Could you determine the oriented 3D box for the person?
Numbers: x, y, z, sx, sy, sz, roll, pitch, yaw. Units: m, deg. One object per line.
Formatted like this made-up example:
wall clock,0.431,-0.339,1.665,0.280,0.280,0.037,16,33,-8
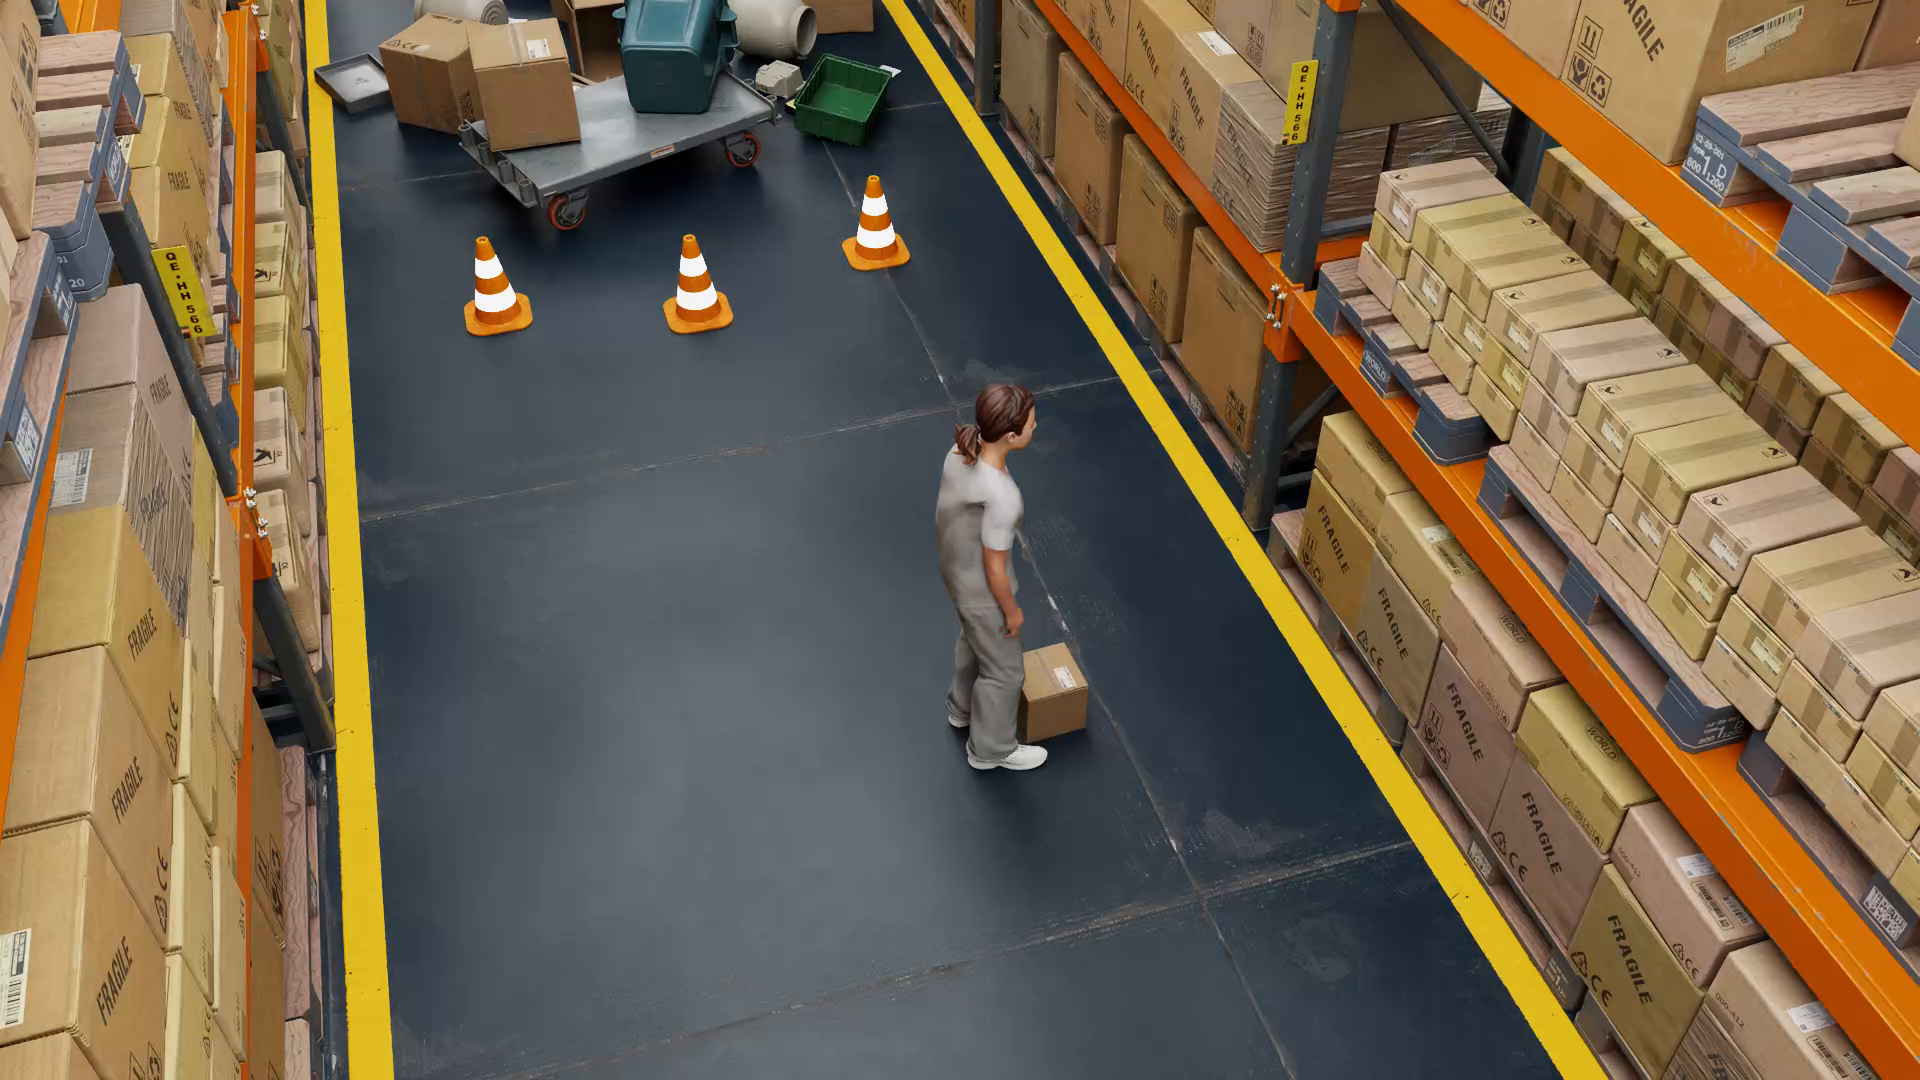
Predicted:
person,0.105,0.139,6.010,0.360,1.672,0.484,-12,44,-13
